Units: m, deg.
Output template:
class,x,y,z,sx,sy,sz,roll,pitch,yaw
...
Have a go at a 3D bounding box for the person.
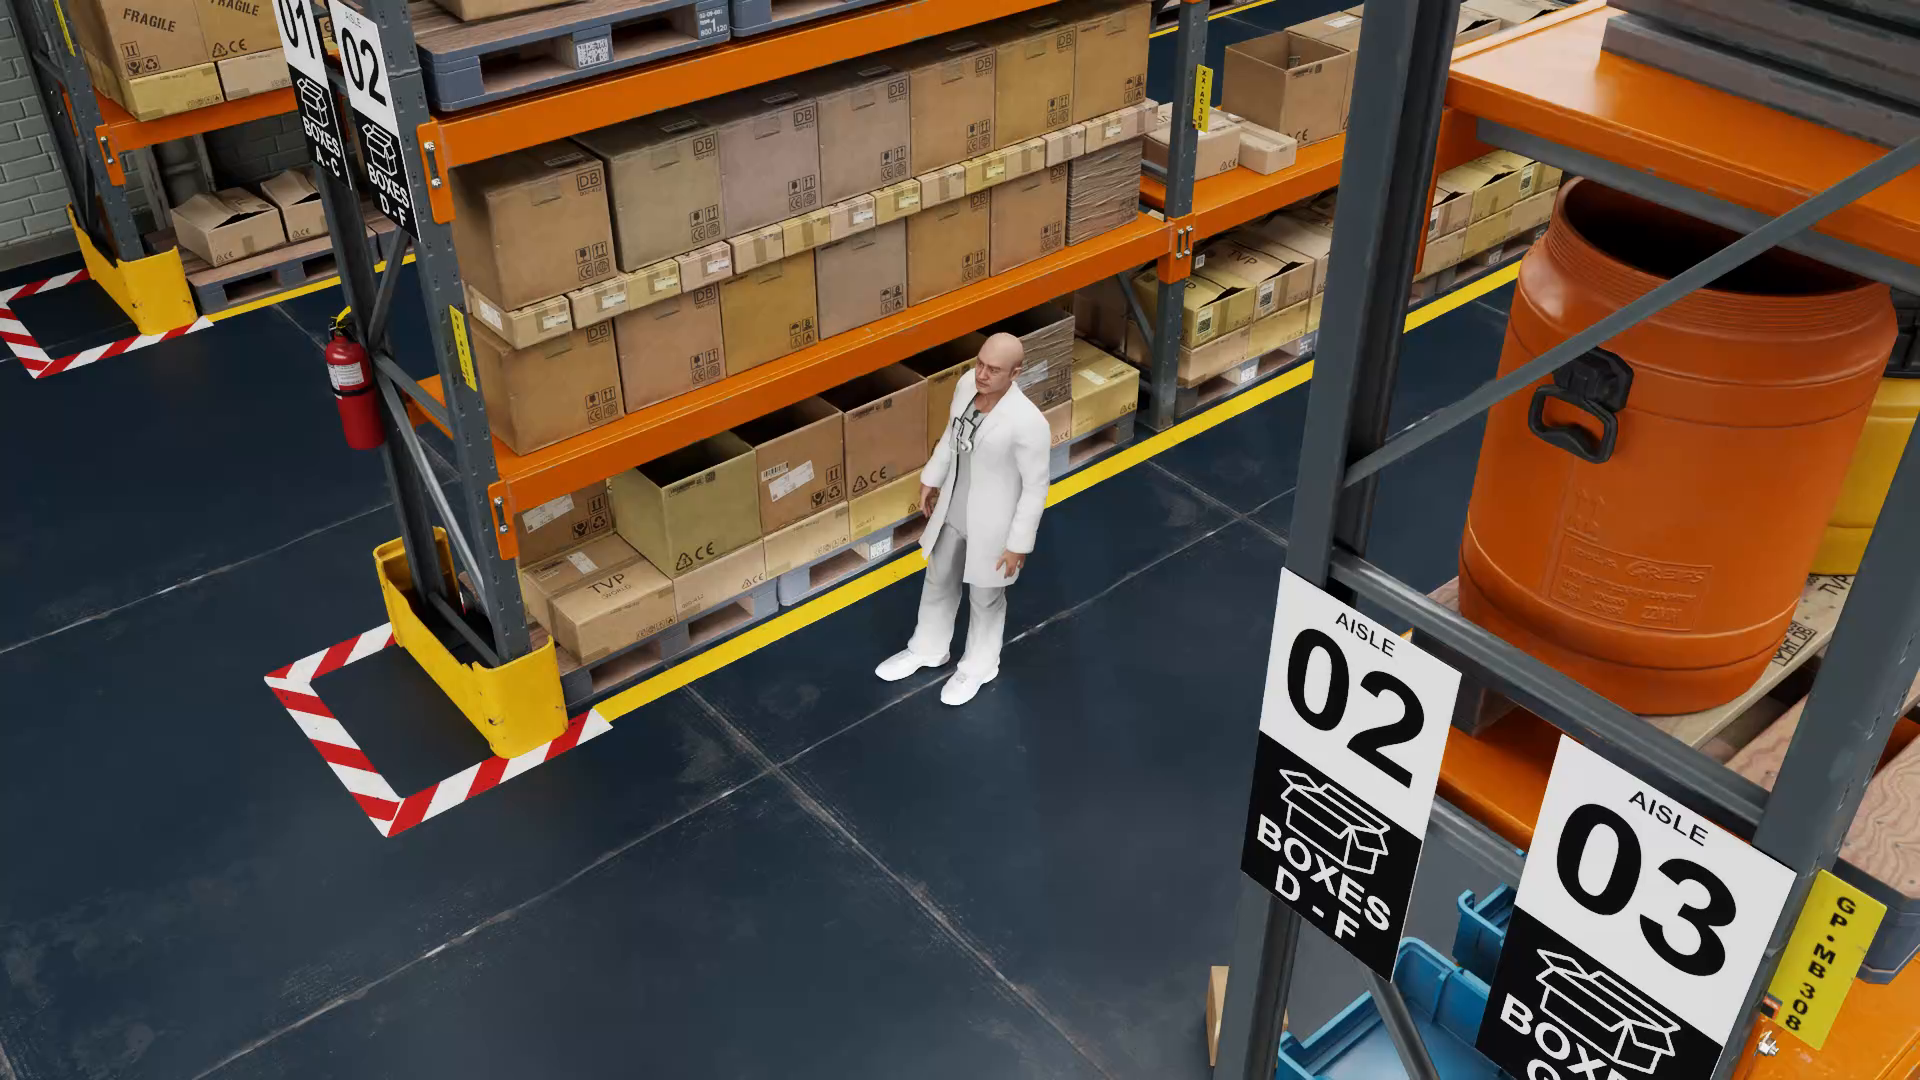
class,x,y,z,sx,sy,sz,roll,pitch,yaw
person,0.016,-0.058,7.158,0.578,1.779,0.698,-26,43,-32
